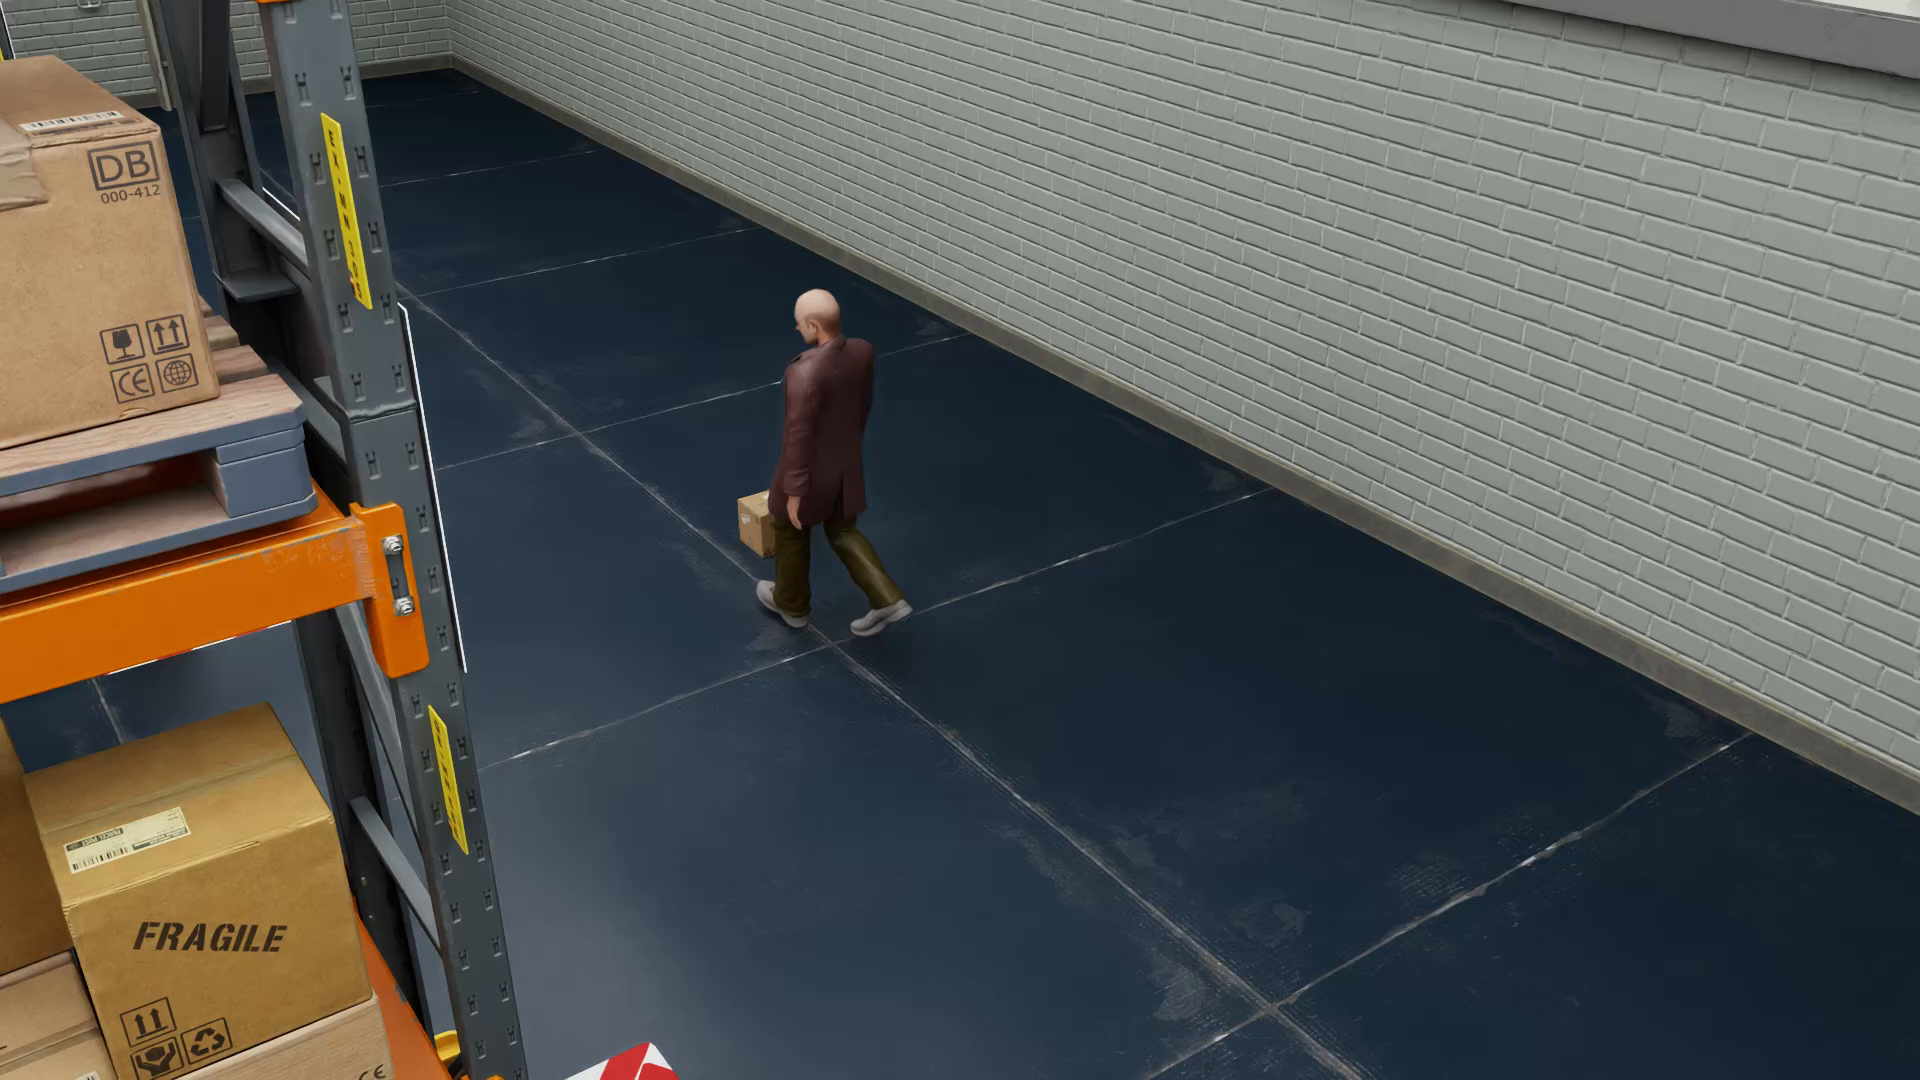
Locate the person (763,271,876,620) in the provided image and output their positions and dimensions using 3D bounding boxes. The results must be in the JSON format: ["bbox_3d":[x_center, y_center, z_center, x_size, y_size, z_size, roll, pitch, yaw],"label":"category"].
[{"bbox_3d":[-0.706,-0.441,7.919,0.523,1.772,0.617,25,37,38],"label":"person"}]
